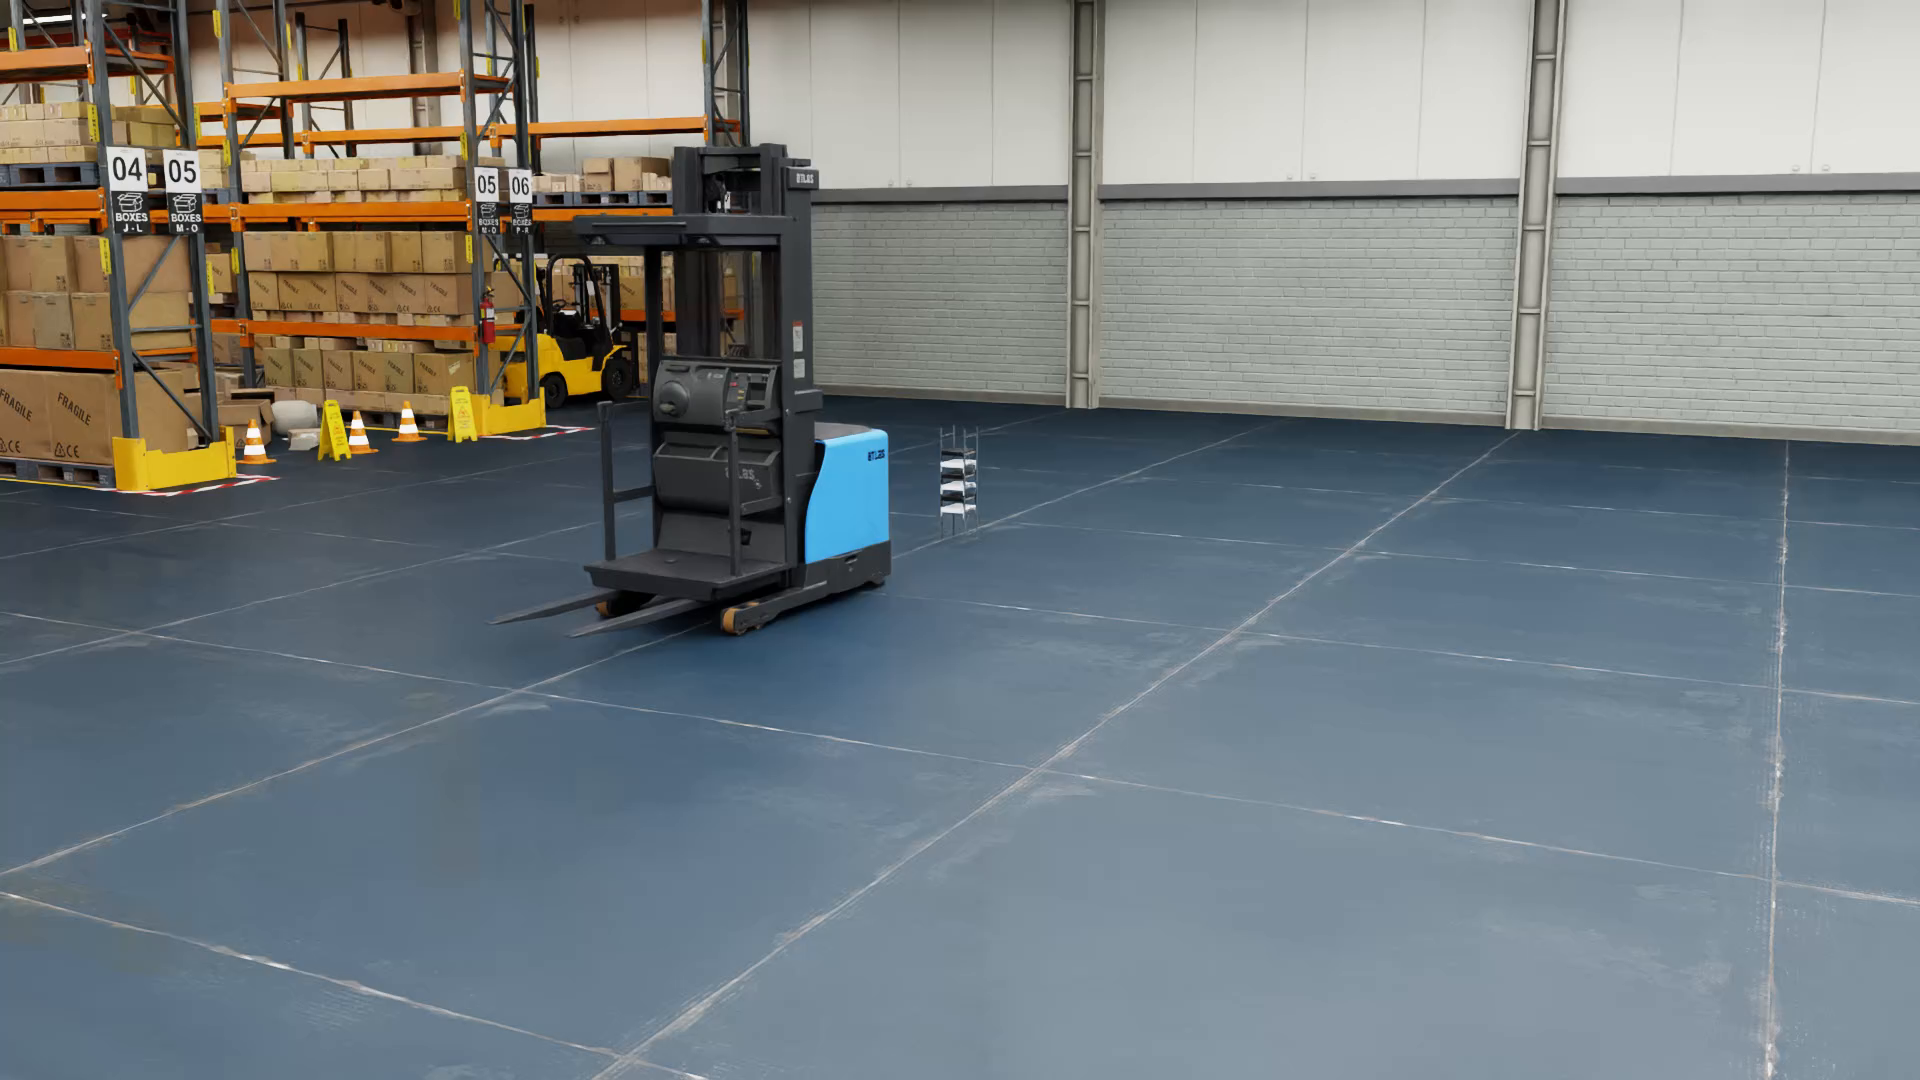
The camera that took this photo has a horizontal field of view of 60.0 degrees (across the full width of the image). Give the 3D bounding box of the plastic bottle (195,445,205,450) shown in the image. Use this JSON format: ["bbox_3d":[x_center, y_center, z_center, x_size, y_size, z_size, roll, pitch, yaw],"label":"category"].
[{"bbox_3d":[-8.527,-1.038,18.793,0.283,0.061,0.133,1,10,6],"label":"plastic bottle"}]

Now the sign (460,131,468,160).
[{"bbox_3d":[-5.870,-4.665,19.675,0.005,0.325,0.100,5,11,26],"label":"sign"}]

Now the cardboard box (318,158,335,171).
[{"bbox_3d":[-7.863,-4.730,20.984,0.250,0.149,0.380,5,11,25],"label":"cardboard box"}]

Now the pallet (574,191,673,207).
[{"bbox_3d":[-5.134,-5.222,25.485,1.213,0.211,1.003,5,11,26],"label":"pallet"}]

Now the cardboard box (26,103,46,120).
[{"bbox_3d":[-8.611,-4.055,15.797,0.250,0.149,0.380,5,12,27],"label":"cardboard box"}]

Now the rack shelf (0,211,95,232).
[{"bbox_3d":[-14.574,-4.750,24.653,4.000,0.370,1.077,5,11,26],"label":"rack shelf"}]

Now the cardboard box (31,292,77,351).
[{"bbox_3d":[-8.562,-2.178,16.418,0.550,0.550,0.875,5,11,26],"label":"cardboard box"}]

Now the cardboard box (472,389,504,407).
[{"bbox_3d":[-6.207,-1.802,21.305,0.500,0.250,0.500,5,11,25],"label":"cardboard box"}]

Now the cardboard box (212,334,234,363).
[{"bbox_3d":[-12.913,-3.401,29.440,0.500,0.500,0.500,5,11,24],"label":"cardboard box"}]

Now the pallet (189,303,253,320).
[{"bbox_3d":[-9.815,-3.145,22.722,1.213,0.211,1.003,5,11,26],"label":"pallet"}]

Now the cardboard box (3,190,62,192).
[{"bbox_3d":[-13.185,-5.210,23.702,0.637,0.503,0.797,4,11,22],"label":"cardboard box"}]

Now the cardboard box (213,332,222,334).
[{"bbox_3d":[-12.994,-3.731,29.442,0.250,0.149,0.380,5,11,26],"label":"cardboard box"}]

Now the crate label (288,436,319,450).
[{"bbox_3d":[-7.481,-1.108,18.966,0.298,0.136,0.250,-1,10,-4],"label":"crate label"}]

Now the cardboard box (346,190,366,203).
[{"bbox_3d":[-7.447,-4.290,20.795,0.250,0.149,0.380,5,11,25],"label":"cardboard box"}]

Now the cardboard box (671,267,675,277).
[{"bbox_3d":[-4.091,-4.000,24.806,0.250,0.149,0.380,5,12,27],"label":"cardboard box"}]

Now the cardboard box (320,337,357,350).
[{"bbox_3d":[-7.994,-2.527,21.387,0.250,0.149,0.380,6,12,29],"label":"cardboard box"}]

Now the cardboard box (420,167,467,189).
[{"bbox_3d":[-6.184,-4.386,20.207,0.500,0.250,0.500,5,11,25],"label":"cardboard box"}]

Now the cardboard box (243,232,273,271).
[{"bbox_3d":[-8.895,-3.774,21.736,0.500,0.500,0.700,5,11,25],"label":"cardboard box"}]

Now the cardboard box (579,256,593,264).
[{"bbox_3d":[-5.656,-4.302,25.641,0.250,0.149,0.380,5,11,26],"label":"cardboard box"}]

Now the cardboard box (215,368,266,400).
[{"bbox_3d":[-9.665,-2.110,22.666,0.625,0.372,0.950,5,11,27],"label":"cardboard box"}]

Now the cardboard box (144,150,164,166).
[{"bbox_3d":[-7.872,-3.728,16.231,0.250,0.149,0.380,5,11,26],"label":"cardboard box"}]

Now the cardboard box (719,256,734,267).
[{"bbox_3d":[-3.620,-4.209,25.125,0.250,0.149,0.380,5,11,25],"label":"cardboard box"}]

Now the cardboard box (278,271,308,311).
[{"bbox_3d":[-8.462,-3.236,21.573,0.500,0.500,0.500,5,11,26],"label":"cardboard box"}]

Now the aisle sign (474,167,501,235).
[{"bbox_3d":[-5.679,-4.068,19.988,0.004,0.787,0.394,5,11,26],"label":"aisle sign"}]

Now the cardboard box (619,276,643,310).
[{"bbox_3d":[-4.892,-3.762,25.314,0.500,0.500,0.500,5,11,25],"label":"cardboard box"}]

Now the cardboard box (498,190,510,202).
[{"bbox_3d":[-5.760,-4.271,20.688,0.250,0.149,0.380,5,11,26],"label":"cardboard box"}]

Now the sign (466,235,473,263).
[{"bbox_3d":[-5.870,-3.479,19.890,0.005,0.325,0.100,5,11,26],"label":"sign"}]

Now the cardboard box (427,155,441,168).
[{"bbox_3d":[-6.255,-4.591,20.219,0.250,0.149,0.380,5,12,27],"label":"cardboard box"}]

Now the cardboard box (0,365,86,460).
[{"bbox_3d":[-9.133,-1.315,16.860,0.875,0.875,0.875,5,11,25],"label":"cardboard box"}]

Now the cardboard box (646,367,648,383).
[{"bbox_3d":[-4.416,-2.514,25.242,0.500,0.250,0.500,5,11,26],"label":"cardboard box"}]

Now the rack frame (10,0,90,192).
[{"bbox_3d":[-12.781,-6.423,23.451,0.127,3.000,1.000,5,11,26],"label":"rack frame"}]

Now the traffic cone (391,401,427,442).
[{"bbox_3d":[-6.563,-1.420,19.777,0.334,0.463,0.336,5,11,26],"label":"traffic cone"}]

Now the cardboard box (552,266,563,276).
[{"bbox_3d":[-6.164,-4.182,25.815,0.250,0.149,0.380,5,12,27],"label":"cardboard box"}]

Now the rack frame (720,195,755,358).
[{"bbox_3d":[-3.413,-3.633,24.884,0.127,3.000,1.000,5,11,26],"label":"rack frame"}]

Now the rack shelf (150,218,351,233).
[{"bbox_3d":[-12.381,-5.544,29.035,4.000,0.370,1.077,5,11,26],"label":"rack shelf"}]

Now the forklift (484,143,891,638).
[{"bbox_3d":[-1.649,-0.960,10.303,1.130,2.935,3.031,6,12,29],"label":"forklift"}]

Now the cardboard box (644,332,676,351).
[{"bbox_3d":[-4.425,-3.005,25.145,0.500,0.250,0.500,5,12,27],"label":"cardboard box"}]

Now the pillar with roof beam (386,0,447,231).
[{"bbox_3d":[-10.925,-6.570,24.261,0.548,9.000,9.100,5,11,26],"label":"pillar with roof beam"}]

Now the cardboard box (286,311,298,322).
[{"bbox_3d":[-8.552,-2.928,21.693,0.250,0.149,0.380,5,11,26],"label":"cardboard box"}]

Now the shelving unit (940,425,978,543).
[{"bbox_3d":[-0.007,-0.443,13.154,0.210,0.900,0.258,5,11,26],"label":"shelving unit"}]

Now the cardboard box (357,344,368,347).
[{"bbox_3d":[-8.087,-2.335,22.144,0.500,0.500,0.500,5,12,27],"label":"cardboard box"}]

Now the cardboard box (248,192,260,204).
[{"bbox_3d":[-9.021,-4.444,21.643,0.250,0.149,0.380,5,11,25],"label":"cardboard box"}]

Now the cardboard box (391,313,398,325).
[{"bbox_3d":[-6.945,-2.796,20.962,0.250,0.149,0.380,5,11,27],"label":"cardboard box"}]

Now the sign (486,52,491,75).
[{"bbox_3d":[-7.230,-7.312,25.517,0.005,0.325,0.100,5,11,26],"label":"sign"}]

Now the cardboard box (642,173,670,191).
[{"bbox_3d":[-4.518,-5.336,24.785,0.258,0.266,0.396,5,11,26],"label":"cardboard box"}]

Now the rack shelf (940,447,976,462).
[{"bbox_3d":[-0.007,-0.676,13.111,0.200,0.077,0.258,5,11,26],"label":"rack shelf"}]

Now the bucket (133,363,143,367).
[{"bbox_3d":[-10.151,-1.852,19.963,0.726,0.611,0.620,-10,4,-43],"label":"bucket"}]

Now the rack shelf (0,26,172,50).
[{"bbox_3d":[-15.968,-8.970,30.213,4.000,0.370,1.077,5,11,26],"label":"rack shelf"}]

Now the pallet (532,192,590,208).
[{"bbox_3d":[-6.224,-5.318,26.018,1.213,0.211,1.003,5,11,26],"label":"pallet"}]
